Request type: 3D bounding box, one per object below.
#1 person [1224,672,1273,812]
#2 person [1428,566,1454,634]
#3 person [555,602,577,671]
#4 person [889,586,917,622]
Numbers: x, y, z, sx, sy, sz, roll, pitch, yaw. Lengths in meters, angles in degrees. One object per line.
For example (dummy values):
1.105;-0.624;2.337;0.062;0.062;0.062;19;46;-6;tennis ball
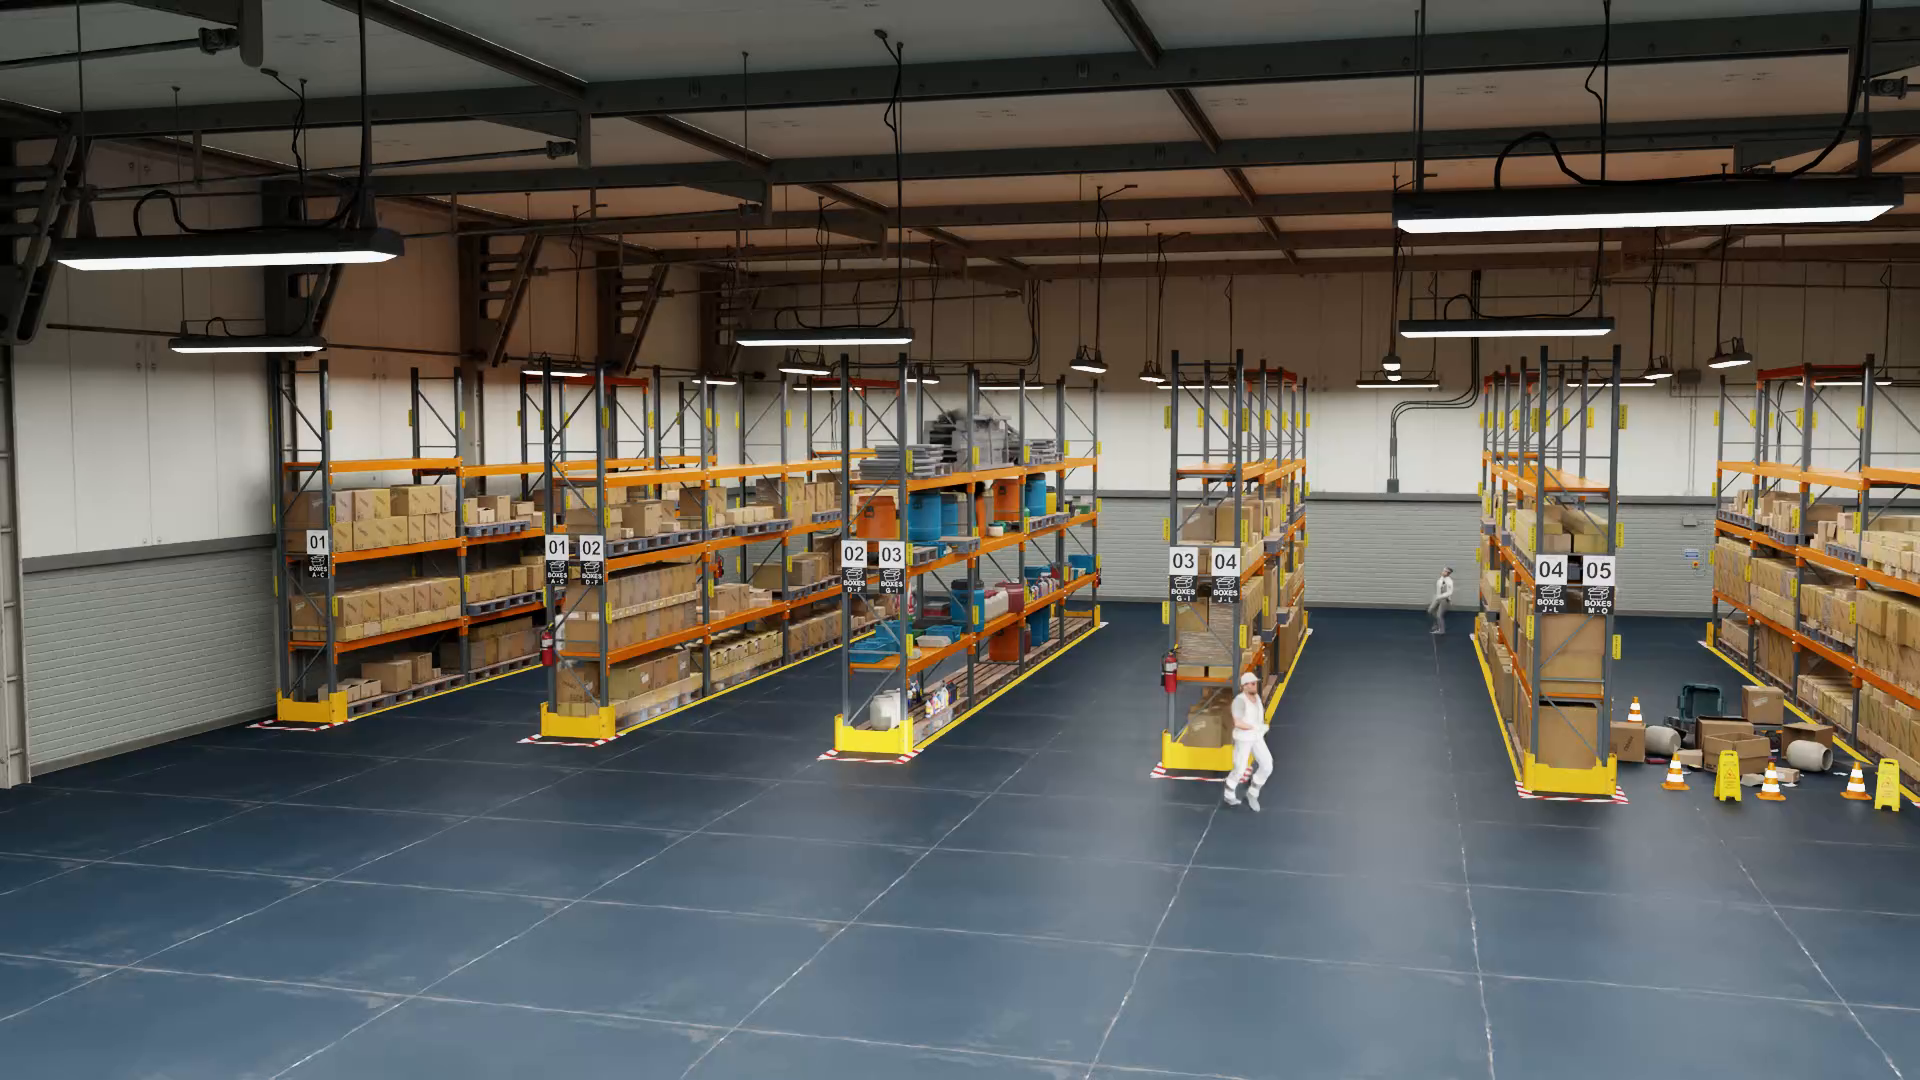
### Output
3.713;2.583;21.265;0.643;1.796;0.804;-3;5;-35;person
11.185;1.397;38.699;0.558;1.625;0.600;-2;5;-25;person
-7.120;1.980;30.084;0.710;1.733;0.638;0;4;4;person
-1.165;1.592;35.072;0.656;1.789;0.956;0;4;4;person
